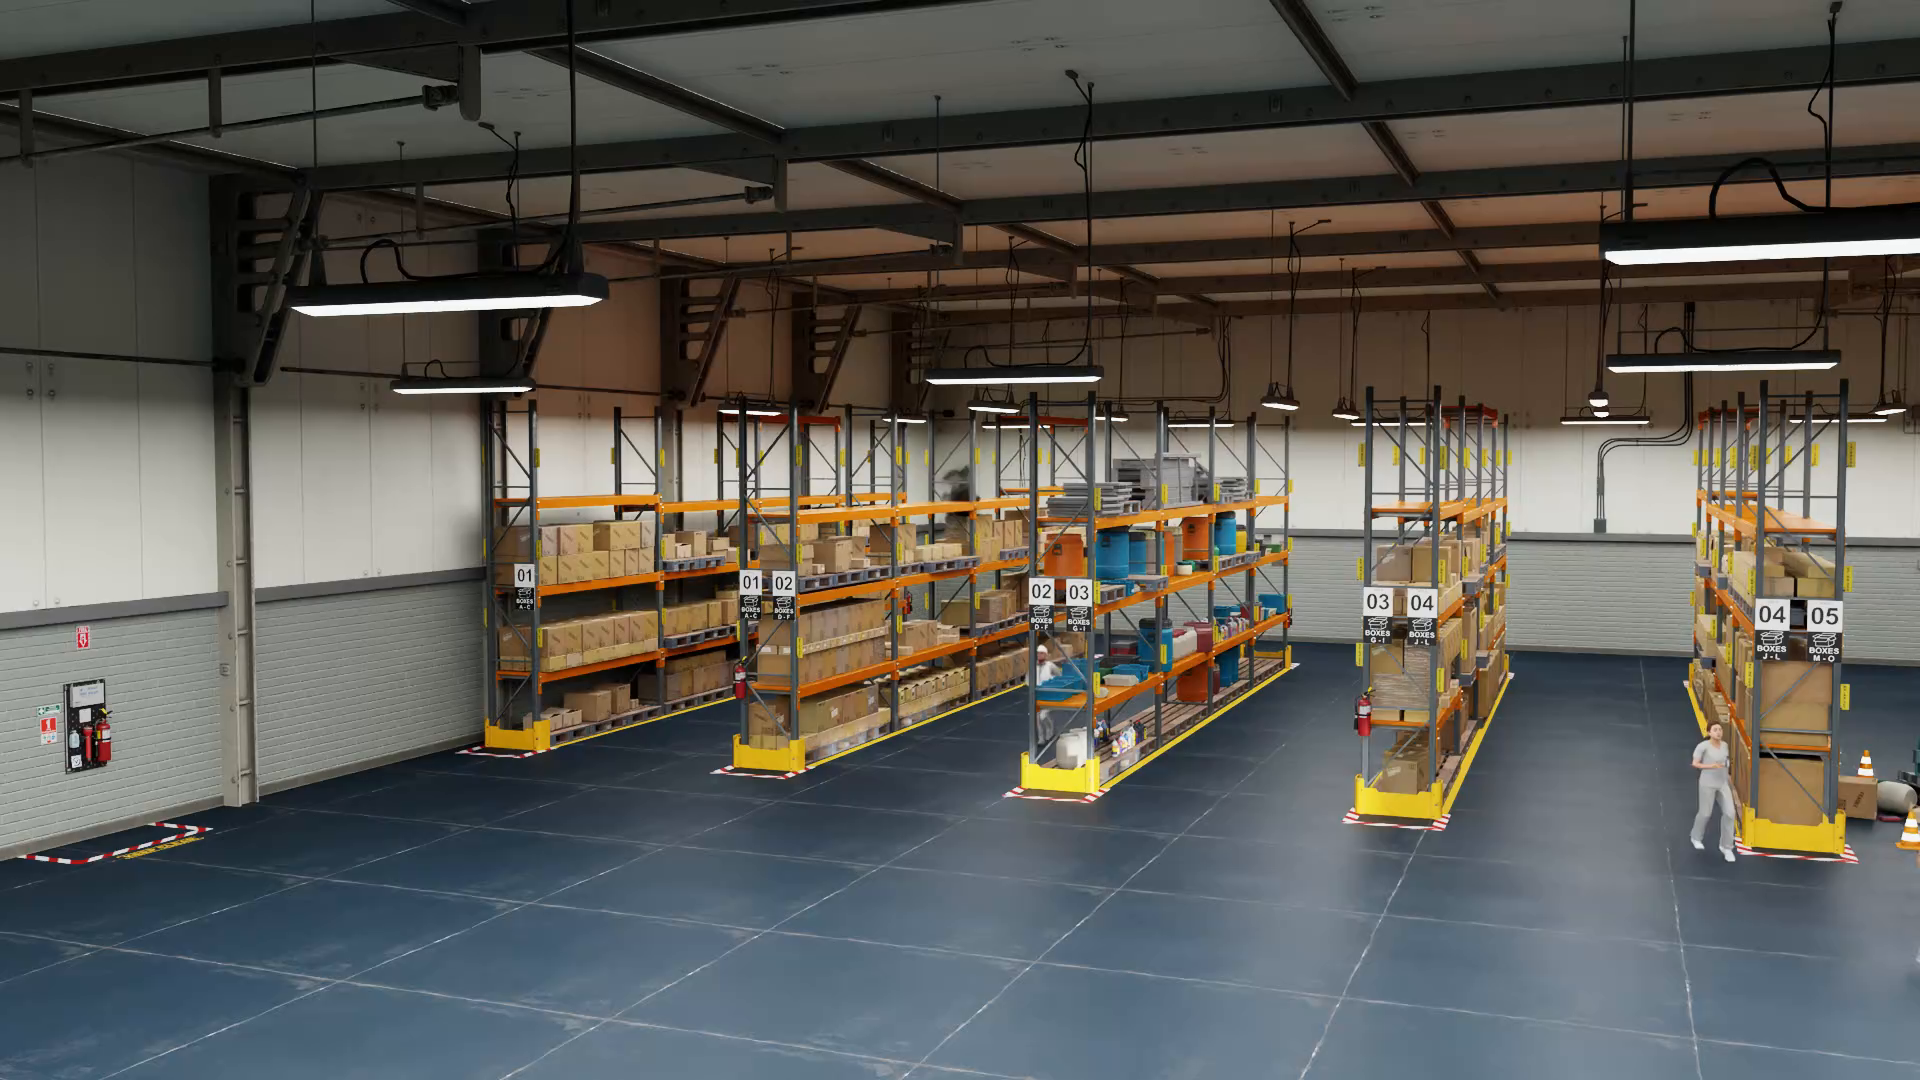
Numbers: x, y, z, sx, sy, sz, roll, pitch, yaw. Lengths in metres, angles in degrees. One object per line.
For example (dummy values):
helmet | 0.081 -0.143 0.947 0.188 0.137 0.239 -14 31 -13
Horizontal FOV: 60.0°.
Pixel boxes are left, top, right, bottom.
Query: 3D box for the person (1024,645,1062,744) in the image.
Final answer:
person | 1.411 2.702 28.932 0.645 1.732 0.592 1 3 21

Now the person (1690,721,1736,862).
person | 9.459 3.136 20.906 0.566 1.726 0.712 0 3 -2
